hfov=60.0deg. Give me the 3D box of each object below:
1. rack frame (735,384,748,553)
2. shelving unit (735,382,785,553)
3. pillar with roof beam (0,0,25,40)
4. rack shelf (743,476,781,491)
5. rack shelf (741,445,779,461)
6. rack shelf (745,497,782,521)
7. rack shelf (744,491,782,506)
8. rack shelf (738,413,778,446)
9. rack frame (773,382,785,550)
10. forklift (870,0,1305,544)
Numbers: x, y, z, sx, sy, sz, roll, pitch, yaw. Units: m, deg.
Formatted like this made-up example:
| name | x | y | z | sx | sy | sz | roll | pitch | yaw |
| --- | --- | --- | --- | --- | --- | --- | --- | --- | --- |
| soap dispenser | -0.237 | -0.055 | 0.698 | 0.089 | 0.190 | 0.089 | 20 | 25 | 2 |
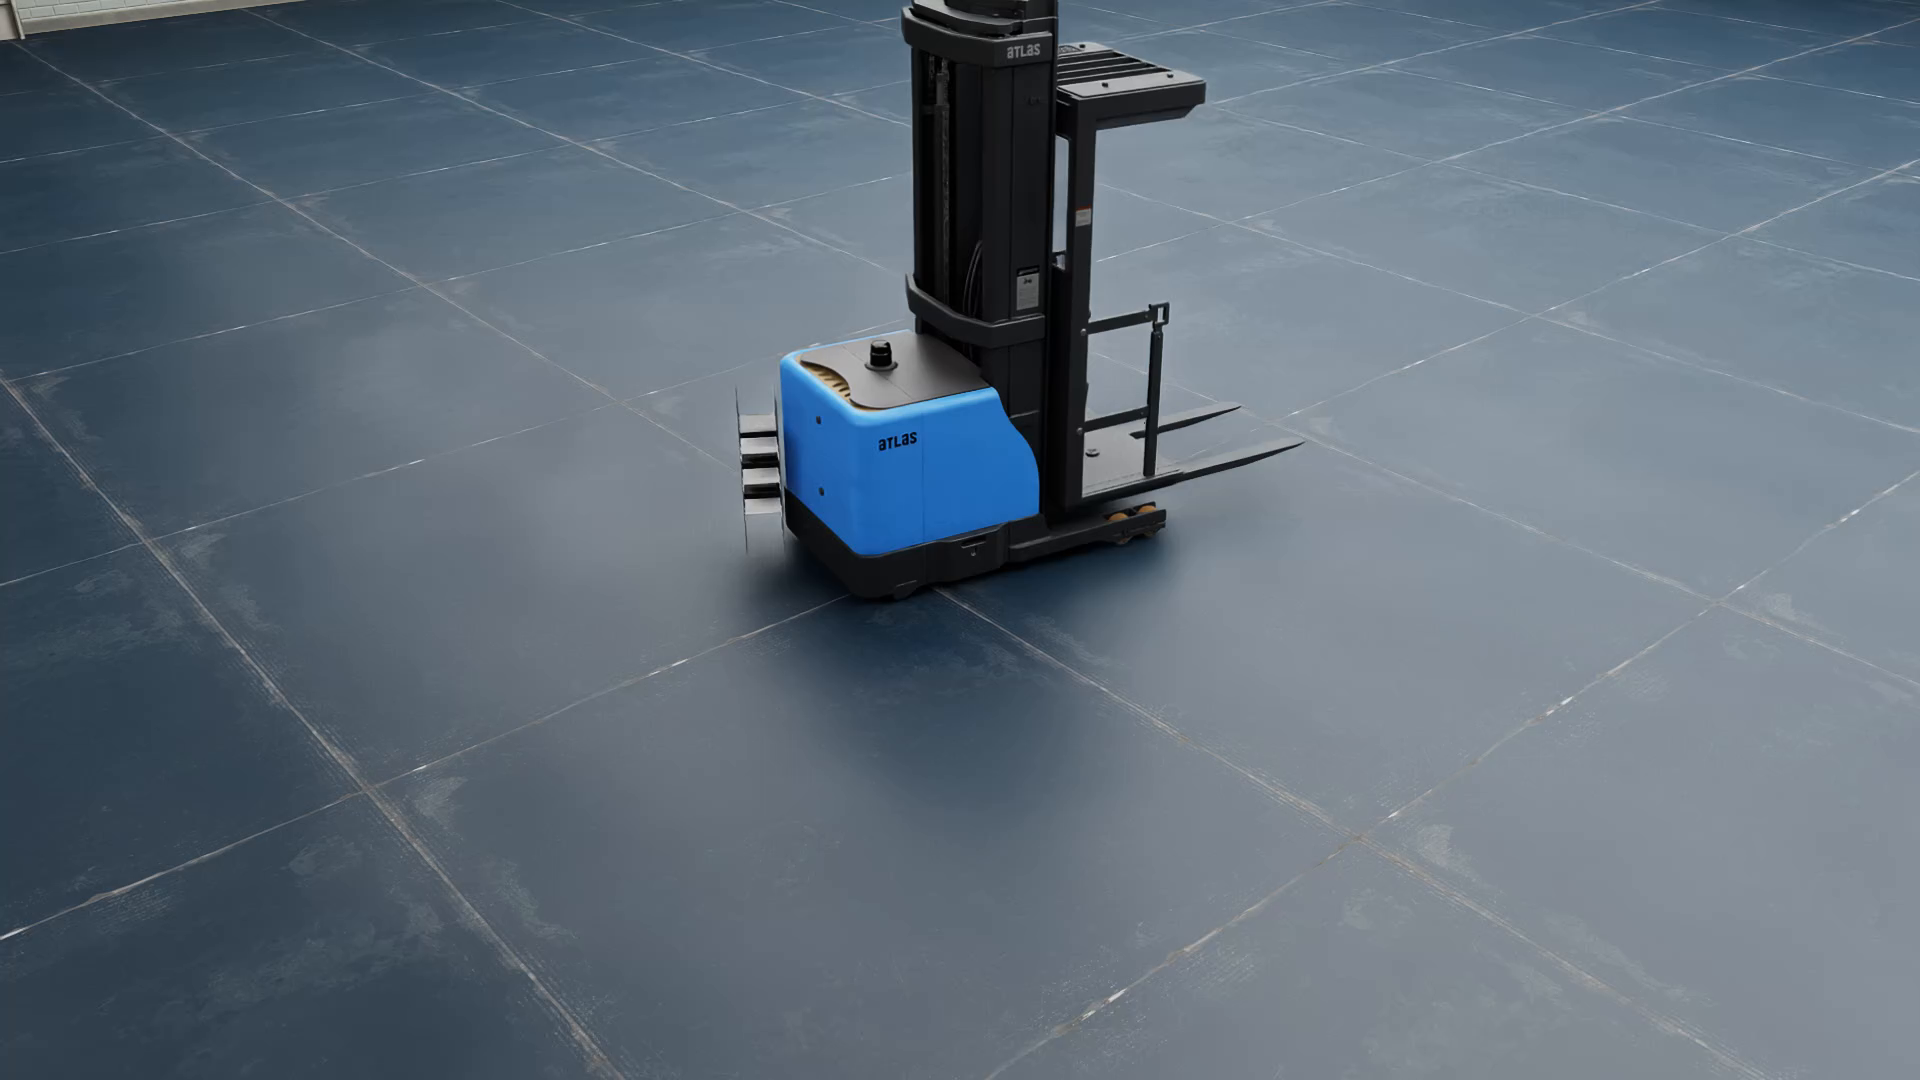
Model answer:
| name | x | y | z | sx | sy | sz | roll | pitch | yaw |
| --- | --- | --- | --- | --- | --- | --- | --- | --- | --- |
| rack frame | -1.183 | -0.382 | 9.011 | 0.006 | 0.900 | 0.240 | -4 | 28 | -7 |
| shelving unit | -1.083 | -0.389 | 9.024 | 0.210 | 0.900 | 0.258 | -4 | 28 | -7 |
| pillar with roof beam | -9.389 | -8.824 | 16.214 | 0.400 | 9.000 | 9.100 | -22 | 35 | -35 |
| rack shelf | -1.083 | -0.360 | 9.039 | 0.200 | 0.077 | 0.258 | -4 | 28 | -7 |
| rack shelf | -1.083 | -0.519 | 8.955 | 0.200 | 0.077 | 0.258 | -4 | 28 | -7 |
| rack shelf | -1.083 | -0.201 | 9.124 | 0.200 | 0.077 | 0.258 | -4 | 28 | -7 |
| rack shelf | -1.083 | -0.281 | 9.082 | 0.200 | 0.077 | 0.258 | -4 | 28 | -7 |
| rack shelf | -1.083 | -0.598 | 8.912 | 0.200 | 0.077 | 0.258 | -4 | 28 | -7 |
| rack frame | -0.982 | -0.396 | 9.037 | 0.006 | 0.900 | 0.240 | -4 | 28 | -7 |
| forklift | 0.610 | -1.456 | 8.933 | 2.937 | 2.867 | 1.118 | -15 | 31 | -25 |
